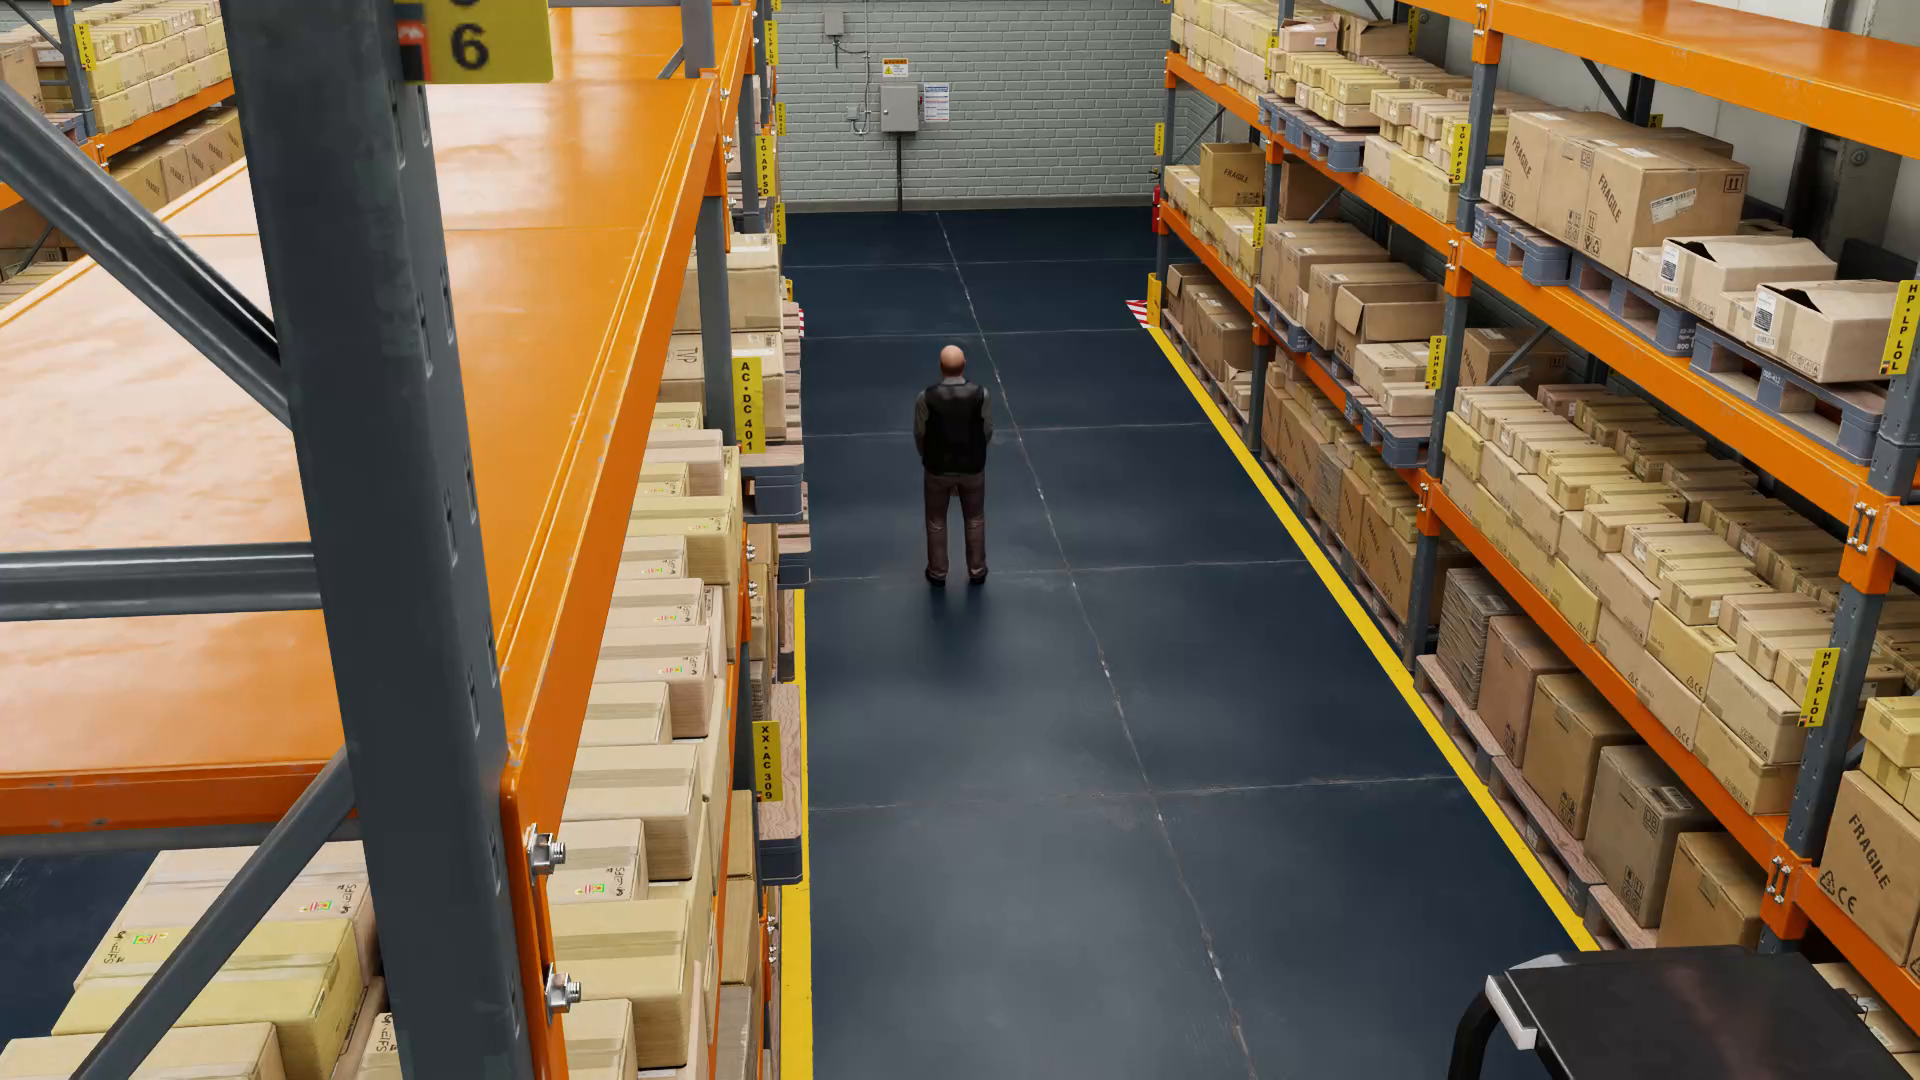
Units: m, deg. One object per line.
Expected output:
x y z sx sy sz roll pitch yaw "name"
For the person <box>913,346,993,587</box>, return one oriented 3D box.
-0.047 -0.505 11.507 0.551 1.727 0.446 -3 24 -6 "person"
